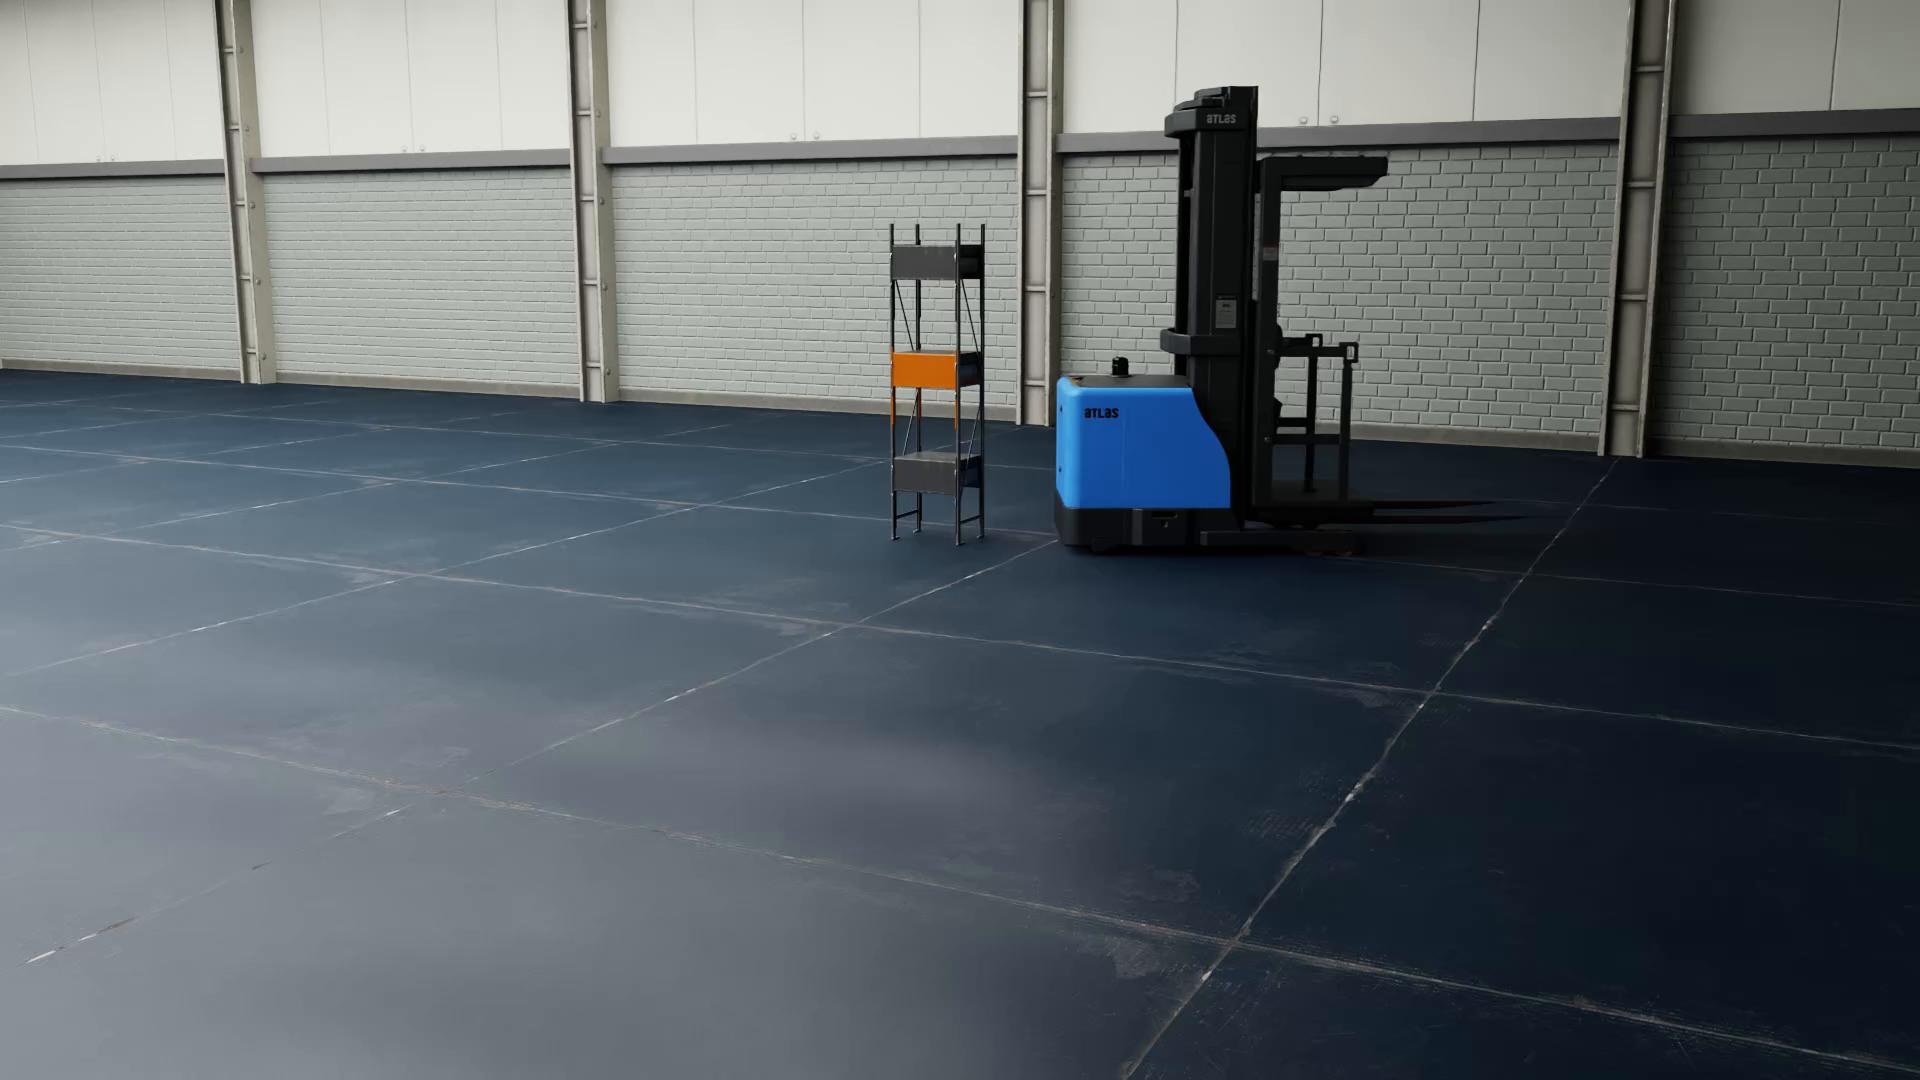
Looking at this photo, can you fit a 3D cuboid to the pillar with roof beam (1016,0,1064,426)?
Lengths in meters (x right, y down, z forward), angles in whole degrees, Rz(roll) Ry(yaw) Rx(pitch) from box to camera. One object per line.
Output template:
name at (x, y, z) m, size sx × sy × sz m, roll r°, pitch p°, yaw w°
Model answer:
pillar with roof beam at (-1.047, -5.018, 13.689) m, size 0.400 × 9.000 × 9.100 m, roll 5°, pitch 11°, yaw 26°

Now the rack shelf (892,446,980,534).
rack shelf at (-0.148, -0.344, 11.242) m, size 0.480 × 0.518 × 0.431 m, roll 5°, pitch 11°, yaw 26°

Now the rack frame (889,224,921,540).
rack frame at (-0.367, -1.065, 11.222) m, size 0.015 × 2.100 × 0.400 m, roll 5°, pitch 11°, yaw 26°

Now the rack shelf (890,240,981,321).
rack shelf at (-0.148, -1.722, 10.993) m, size 0.480 × 0.518 × 0.431 m, roll 5°, pitch 11°, yaw 26°

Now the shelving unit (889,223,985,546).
shelving unit at (-0.148, -1.046, 11.115) m, size 0.503 × 2.100 × 0.431 m, roll 5°, pitch 11°, yaw 26°

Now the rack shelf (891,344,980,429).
rack shelf at (-0.148, -1.033, 11.118) m, size 0.480 × 0.518 × 0.431 m, roll 5°, pitch 11°, yaw 26°

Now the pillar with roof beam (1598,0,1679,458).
pillar with roof beam at (4.334, -4.545, 11.077) m, size 0.400 × 9.000 × 9.100 m, roll 5°, pitch 11°, yaw 26°

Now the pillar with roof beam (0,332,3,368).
pillar with roof beam at (-17.189, -6.437, 21.526) m, size 0.400 × 9.000 × 9.100 m, roll 5°, pitch 11°, yaw 26°

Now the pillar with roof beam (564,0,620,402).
pillar with roof beam at (-6.428, -5.491, 16.301) m, size 0.400 × 9.000 × 9.100 m, roll 5°, pitch 11°, yaw 26°

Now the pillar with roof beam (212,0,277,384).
pillar with roof beam at (-11.809, -5.964, 18.914) m, size 0.400 × 9.000 × 9.100 m, roll 5°, pitch 11°, yaw 26°

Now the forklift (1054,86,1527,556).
forklift at (2.172, -1.432, 10.913) m, size 3.031 × 2.935 × 1.130 m, roll 0°, pitch 10°, yaw -1°

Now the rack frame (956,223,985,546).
rack frame at (0.070, -1.027, 11.009) m, size 0.015 × 2.100 × 0.400 m, roll 5°, pitch 11°, yaw 26°
